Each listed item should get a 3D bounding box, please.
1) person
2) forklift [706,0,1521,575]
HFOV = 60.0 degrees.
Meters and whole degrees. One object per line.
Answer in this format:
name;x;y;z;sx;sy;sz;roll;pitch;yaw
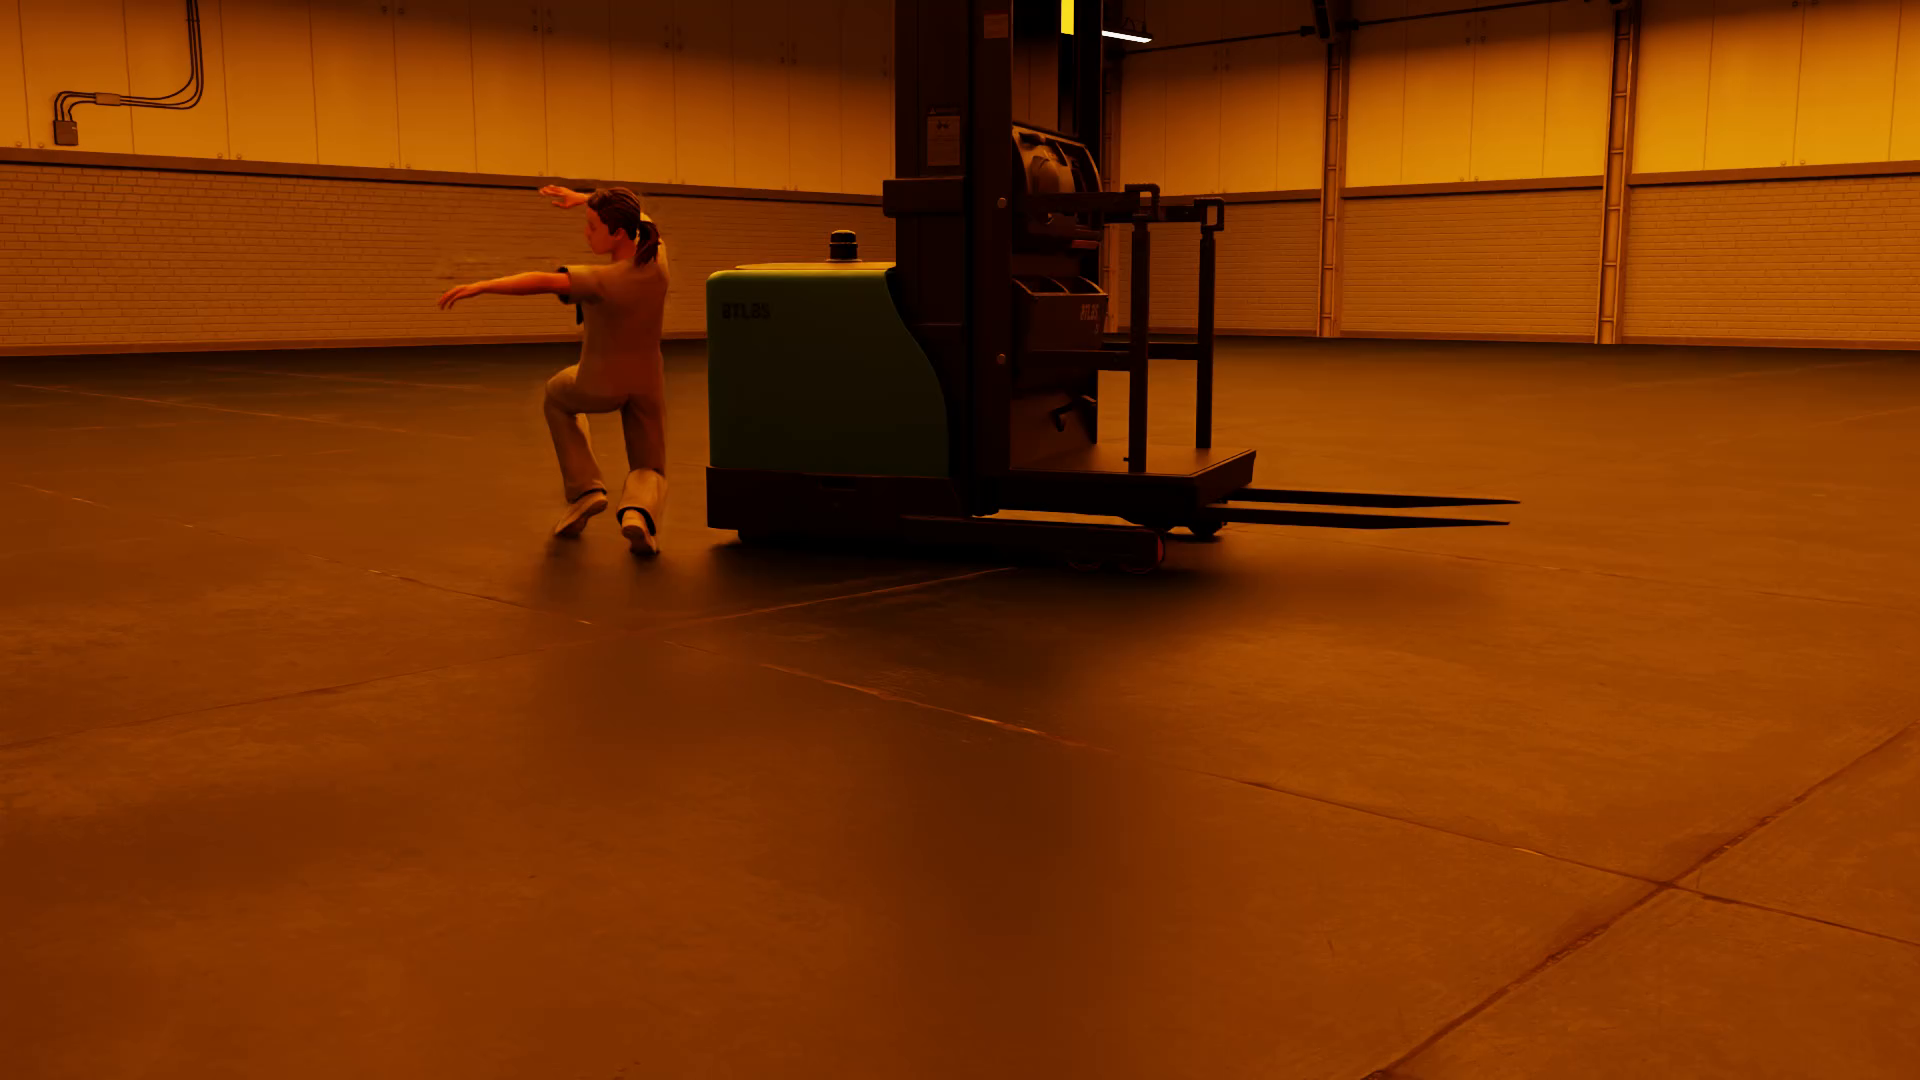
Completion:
person;-1.585;-0.645;6.371;0.962;1.402;0.880;-5;10;-32
forklift;0.565;-1.416;6.275;3.031;2.935;1.130;3;9;22
